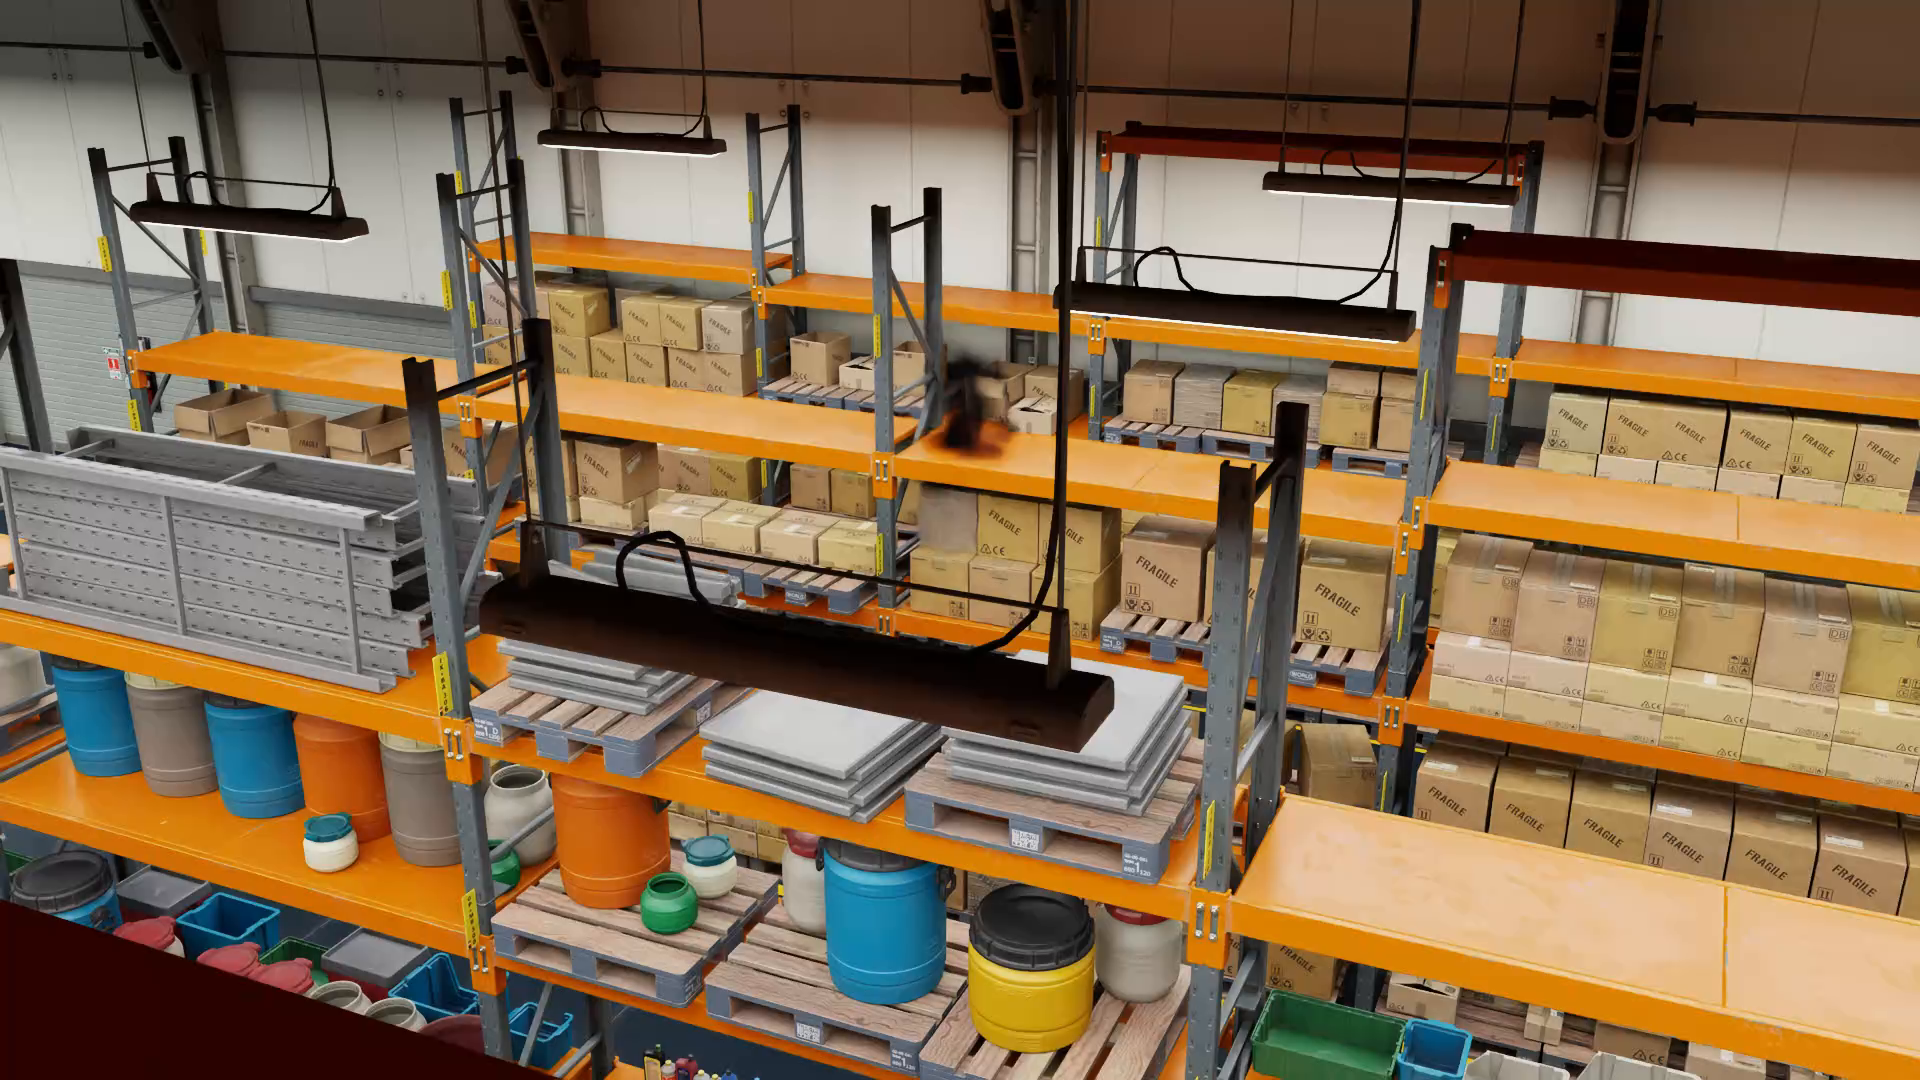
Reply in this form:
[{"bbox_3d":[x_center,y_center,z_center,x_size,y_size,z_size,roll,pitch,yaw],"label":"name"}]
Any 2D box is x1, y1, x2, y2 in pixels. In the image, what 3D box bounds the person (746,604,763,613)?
[{"bbox_3d":[-2.074,1.385,16.521,0.616,1.736,0.714,4,21,10],"label":"person"}]
